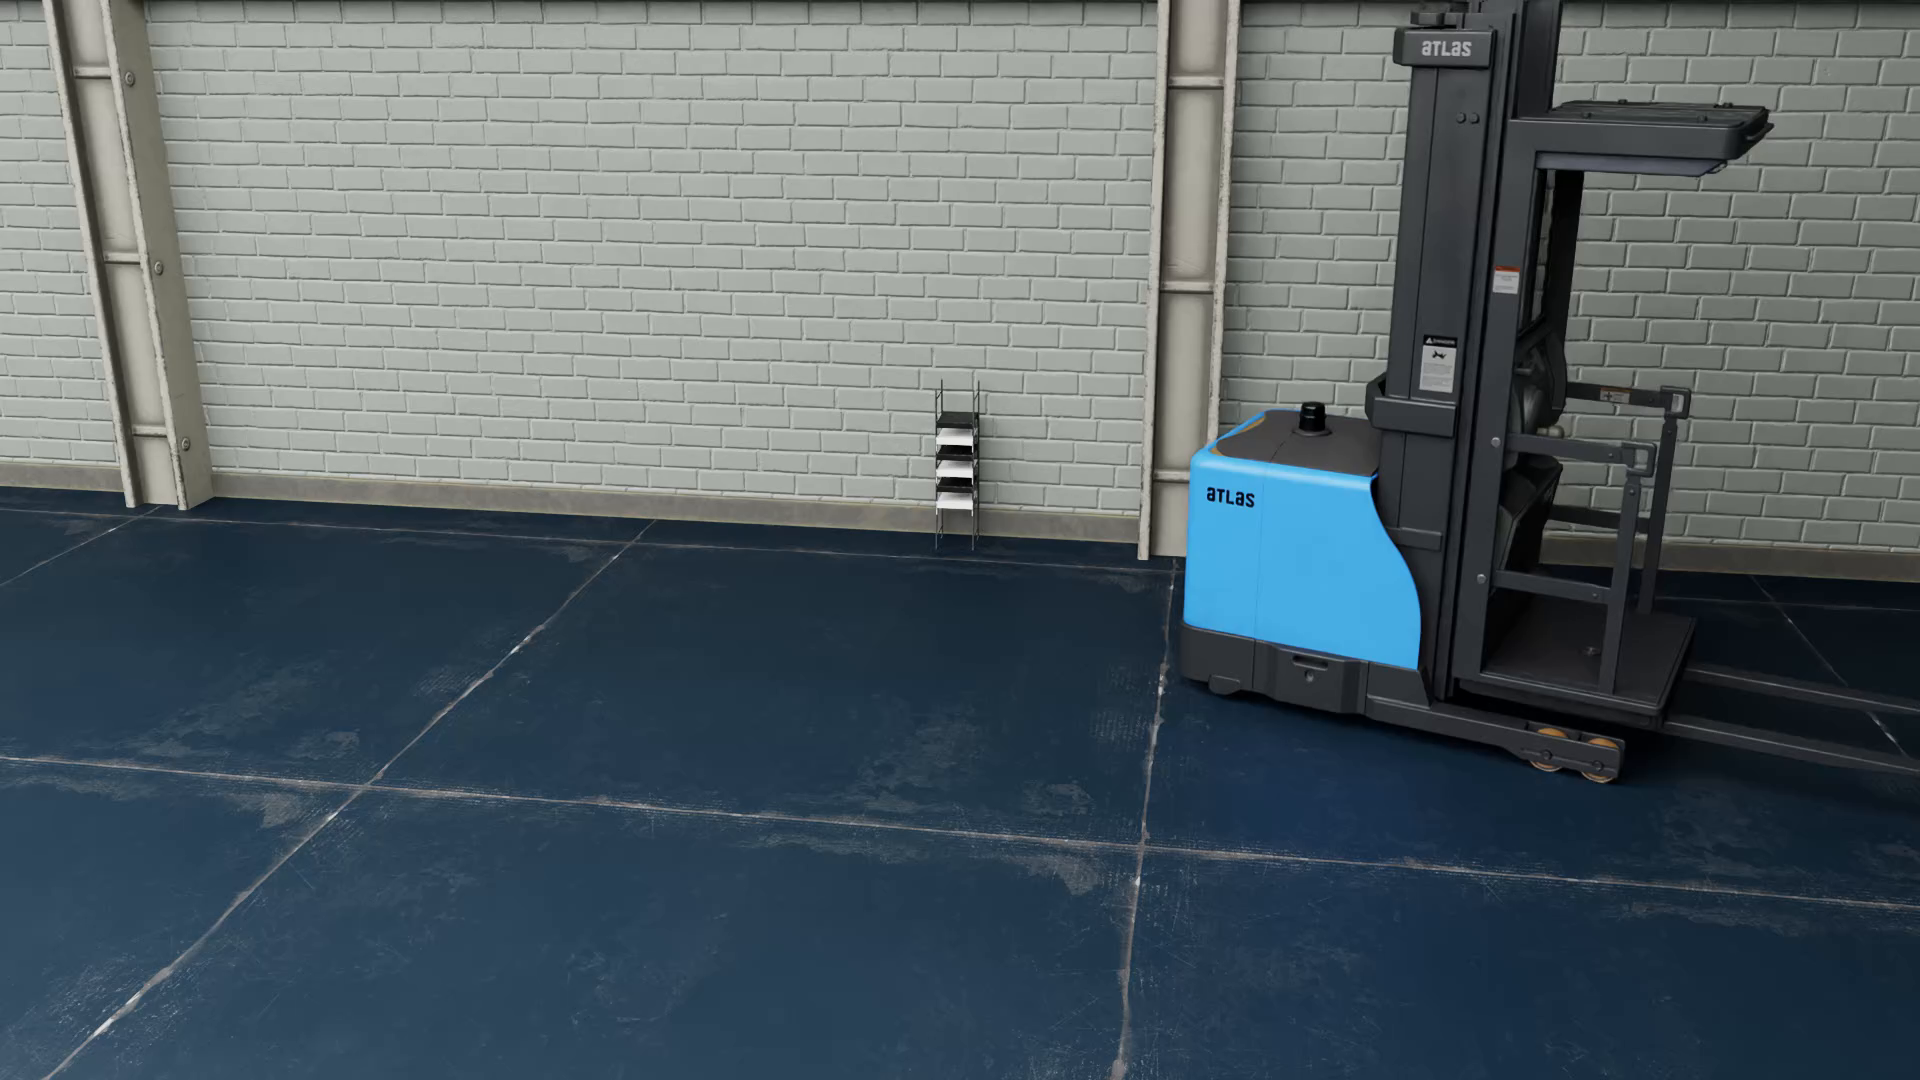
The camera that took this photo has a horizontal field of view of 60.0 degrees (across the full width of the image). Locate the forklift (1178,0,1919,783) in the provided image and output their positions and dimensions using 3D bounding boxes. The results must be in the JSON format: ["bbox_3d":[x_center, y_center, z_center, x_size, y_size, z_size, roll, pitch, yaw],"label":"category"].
[{"bbox_3d":[2.500,-0.638,6.590,3.031,2.935,1.130,10,21,28],"label":"forklift"}]

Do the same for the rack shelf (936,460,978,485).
[{"bbox_3d":[-0.013,-0.380,9.125,0.200,0.077,0.258,3,19,7],"label":"rack shelf"}]

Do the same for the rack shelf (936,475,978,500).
[{"bbox_3d":[-0.013,-0.295,9.154,0.200,0.077,0.258,3,19,7],"label":"rack shelf"}]

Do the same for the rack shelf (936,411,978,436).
[{"bbox_3d":[-0.013,-0.636,9.039,0.200,0.077,0.258,3,19,7],"label":"rack shelf"}]

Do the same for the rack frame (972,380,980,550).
[{"bbox_3d":[0.088,-0.407,9.101,0.006,0.900,0.240,3,19,7],"label":"rack frame"}]

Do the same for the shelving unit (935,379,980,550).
[{"bbox_3d":[-0.013,-0.412,9.115,0.210,0.900,0.258,3,19,7],"label":"shelving unit"}]

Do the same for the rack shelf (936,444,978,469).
[{"bbox_3d":[-0.013,-0.465,9.097,0.200,0.077,0.258,3,19,7],"label":"rack shelf"}]

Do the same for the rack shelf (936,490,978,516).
[{"bbox_3d":[-0.013,-0.209,9.183,0.200,0.077,0.258,3,19,7],"label":"rack shelf"}]

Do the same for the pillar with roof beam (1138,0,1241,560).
[{"bbox_3d":[0.499,-2.852,3.644,0.400,9.000,9.100,3,19,9],"label":"pillar with roof beam"}]

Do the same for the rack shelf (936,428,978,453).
[{"bbox_3d":[-0.013,-0.551,9.068,0.200,0.077,0.258,3,19,7],"label":"rack shelf"}]

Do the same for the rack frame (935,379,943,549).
[{"bbox_3d":[-0.114,-0.416,9.128,0.006,0.900,0.240,3,19,7],"label":"rack frame"}]

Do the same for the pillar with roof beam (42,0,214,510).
[{"bbox_3d":[-5.425,-3.154,4.547,0.400,9.000,9.100,3,19,9],"label":"pillar with roof beam"}]
